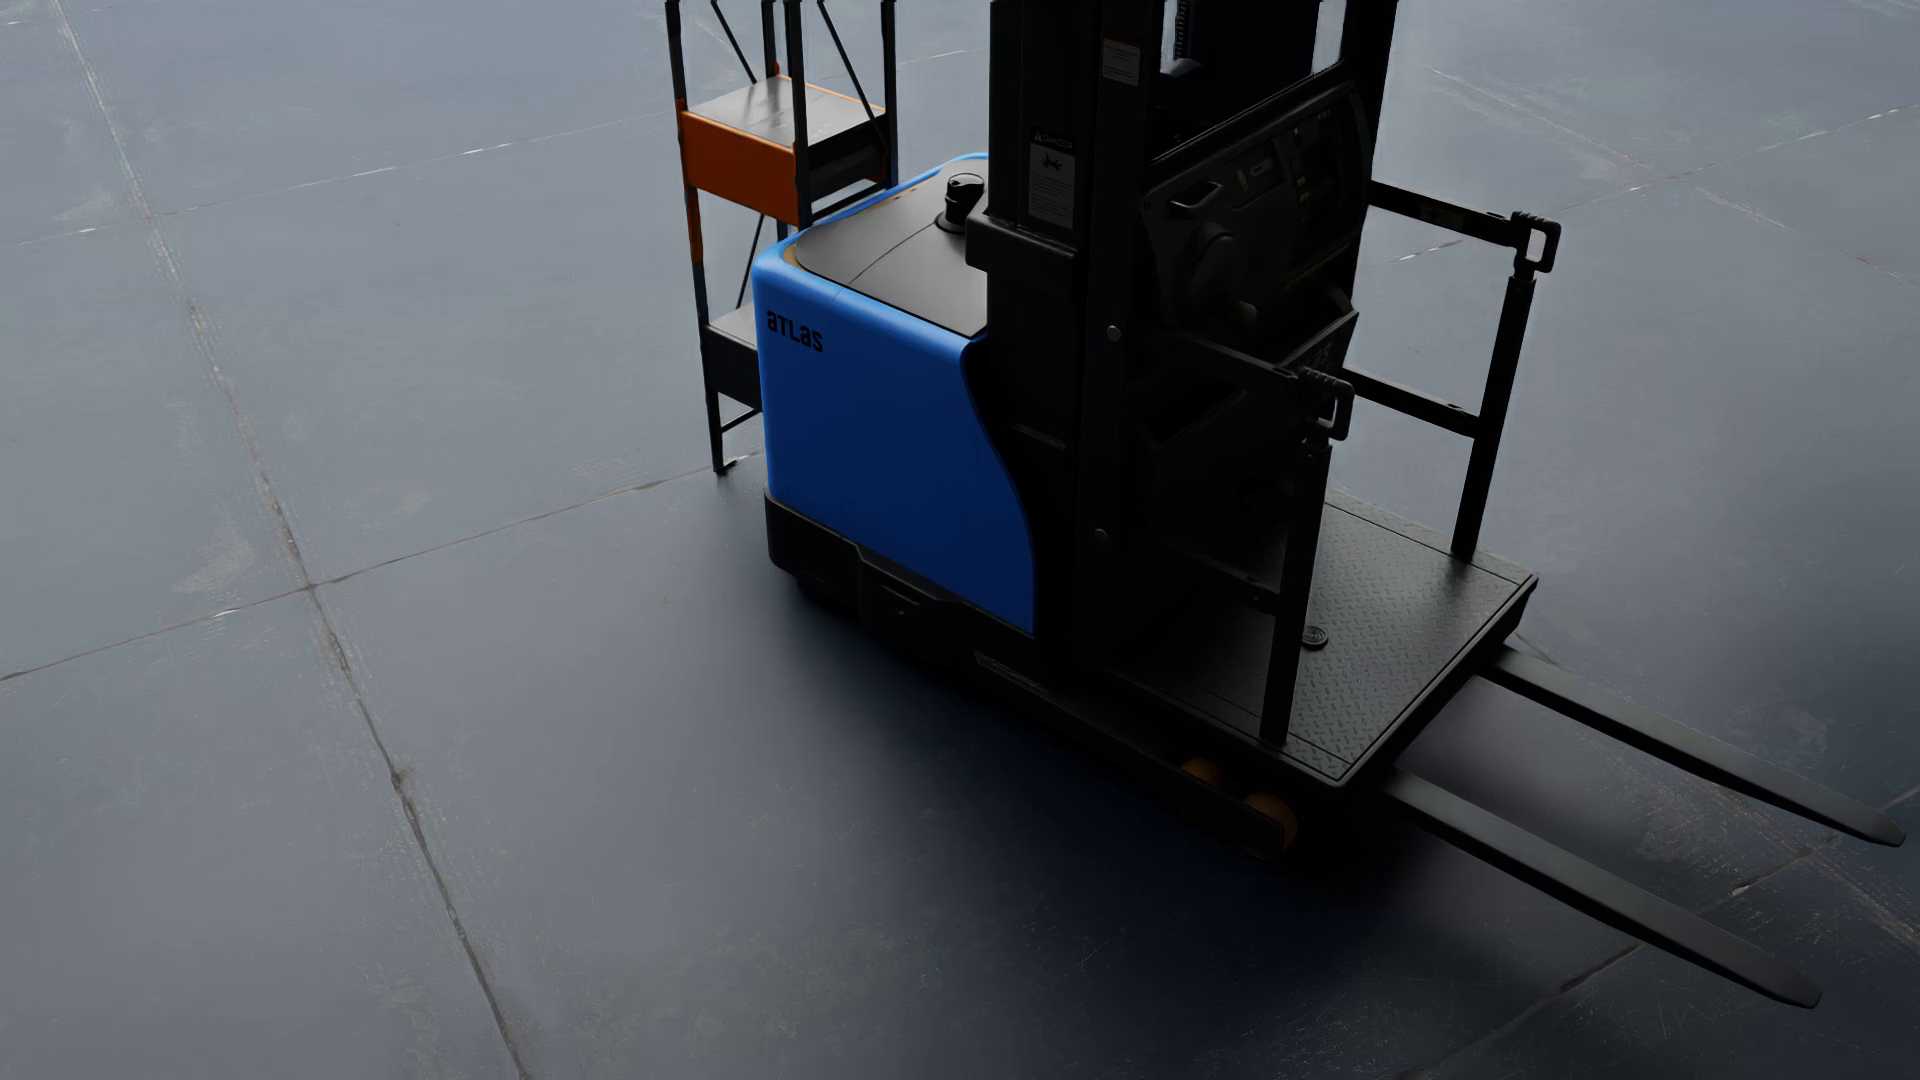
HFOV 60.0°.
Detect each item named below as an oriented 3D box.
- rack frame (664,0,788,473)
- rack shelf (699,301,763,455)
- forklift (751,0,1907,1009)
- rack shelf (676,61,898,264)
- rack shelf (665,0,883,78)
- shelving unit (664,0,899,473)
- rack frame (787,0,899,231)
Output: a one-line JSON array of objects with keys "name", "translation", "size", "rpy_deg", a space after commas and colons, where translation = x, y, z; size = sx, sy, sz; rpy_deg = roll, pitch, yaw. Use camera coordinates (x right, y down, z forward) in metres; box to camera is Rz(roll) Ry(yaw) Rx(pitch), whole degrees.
[{"name": "rack frame", "translation": [-0.690, -1.163, 5.062], "size": [0.015, 2.100, 0.400], "rpy_deg": [26, 44, 31]}, {"name": "rack shelf", "translation": [-0.503, -0.494, 5.356], "size": [0.480, 0.518, 0.431], "rpy_deg": [26, 44, 31]}, {"name": "forklift", "translation": [0.867, -0.740, 3.779], "size": [3.031, 2.935, 1.130], "rpy_deg": [27, 44, 32]}, {"name": "rack shelf", "translation": [-0.503, -1.059, 4.943], "size": [0.480, 0.518, 0.431], "rpy_deg": [26, 44, 31]}, {"name": "rack shelf", "translation": [-0.503, -1.625, 4.531], "size": [0.480, 0.518, 0.431], "rpy_deg": [26, 44, 31]}, {"name": "shelving unit", "translation": [-0.503, -1.070, 4.935], "size": [0.503, 2.100, 0.431], "rpy_deg": [26, 44, 31]}, {"name": "rack frame", "translation": [-0.316, -0.978, 4.809], "size": [0.015, 2.100, 0.400], "rpy_deg": [26, 44, 31]}]
